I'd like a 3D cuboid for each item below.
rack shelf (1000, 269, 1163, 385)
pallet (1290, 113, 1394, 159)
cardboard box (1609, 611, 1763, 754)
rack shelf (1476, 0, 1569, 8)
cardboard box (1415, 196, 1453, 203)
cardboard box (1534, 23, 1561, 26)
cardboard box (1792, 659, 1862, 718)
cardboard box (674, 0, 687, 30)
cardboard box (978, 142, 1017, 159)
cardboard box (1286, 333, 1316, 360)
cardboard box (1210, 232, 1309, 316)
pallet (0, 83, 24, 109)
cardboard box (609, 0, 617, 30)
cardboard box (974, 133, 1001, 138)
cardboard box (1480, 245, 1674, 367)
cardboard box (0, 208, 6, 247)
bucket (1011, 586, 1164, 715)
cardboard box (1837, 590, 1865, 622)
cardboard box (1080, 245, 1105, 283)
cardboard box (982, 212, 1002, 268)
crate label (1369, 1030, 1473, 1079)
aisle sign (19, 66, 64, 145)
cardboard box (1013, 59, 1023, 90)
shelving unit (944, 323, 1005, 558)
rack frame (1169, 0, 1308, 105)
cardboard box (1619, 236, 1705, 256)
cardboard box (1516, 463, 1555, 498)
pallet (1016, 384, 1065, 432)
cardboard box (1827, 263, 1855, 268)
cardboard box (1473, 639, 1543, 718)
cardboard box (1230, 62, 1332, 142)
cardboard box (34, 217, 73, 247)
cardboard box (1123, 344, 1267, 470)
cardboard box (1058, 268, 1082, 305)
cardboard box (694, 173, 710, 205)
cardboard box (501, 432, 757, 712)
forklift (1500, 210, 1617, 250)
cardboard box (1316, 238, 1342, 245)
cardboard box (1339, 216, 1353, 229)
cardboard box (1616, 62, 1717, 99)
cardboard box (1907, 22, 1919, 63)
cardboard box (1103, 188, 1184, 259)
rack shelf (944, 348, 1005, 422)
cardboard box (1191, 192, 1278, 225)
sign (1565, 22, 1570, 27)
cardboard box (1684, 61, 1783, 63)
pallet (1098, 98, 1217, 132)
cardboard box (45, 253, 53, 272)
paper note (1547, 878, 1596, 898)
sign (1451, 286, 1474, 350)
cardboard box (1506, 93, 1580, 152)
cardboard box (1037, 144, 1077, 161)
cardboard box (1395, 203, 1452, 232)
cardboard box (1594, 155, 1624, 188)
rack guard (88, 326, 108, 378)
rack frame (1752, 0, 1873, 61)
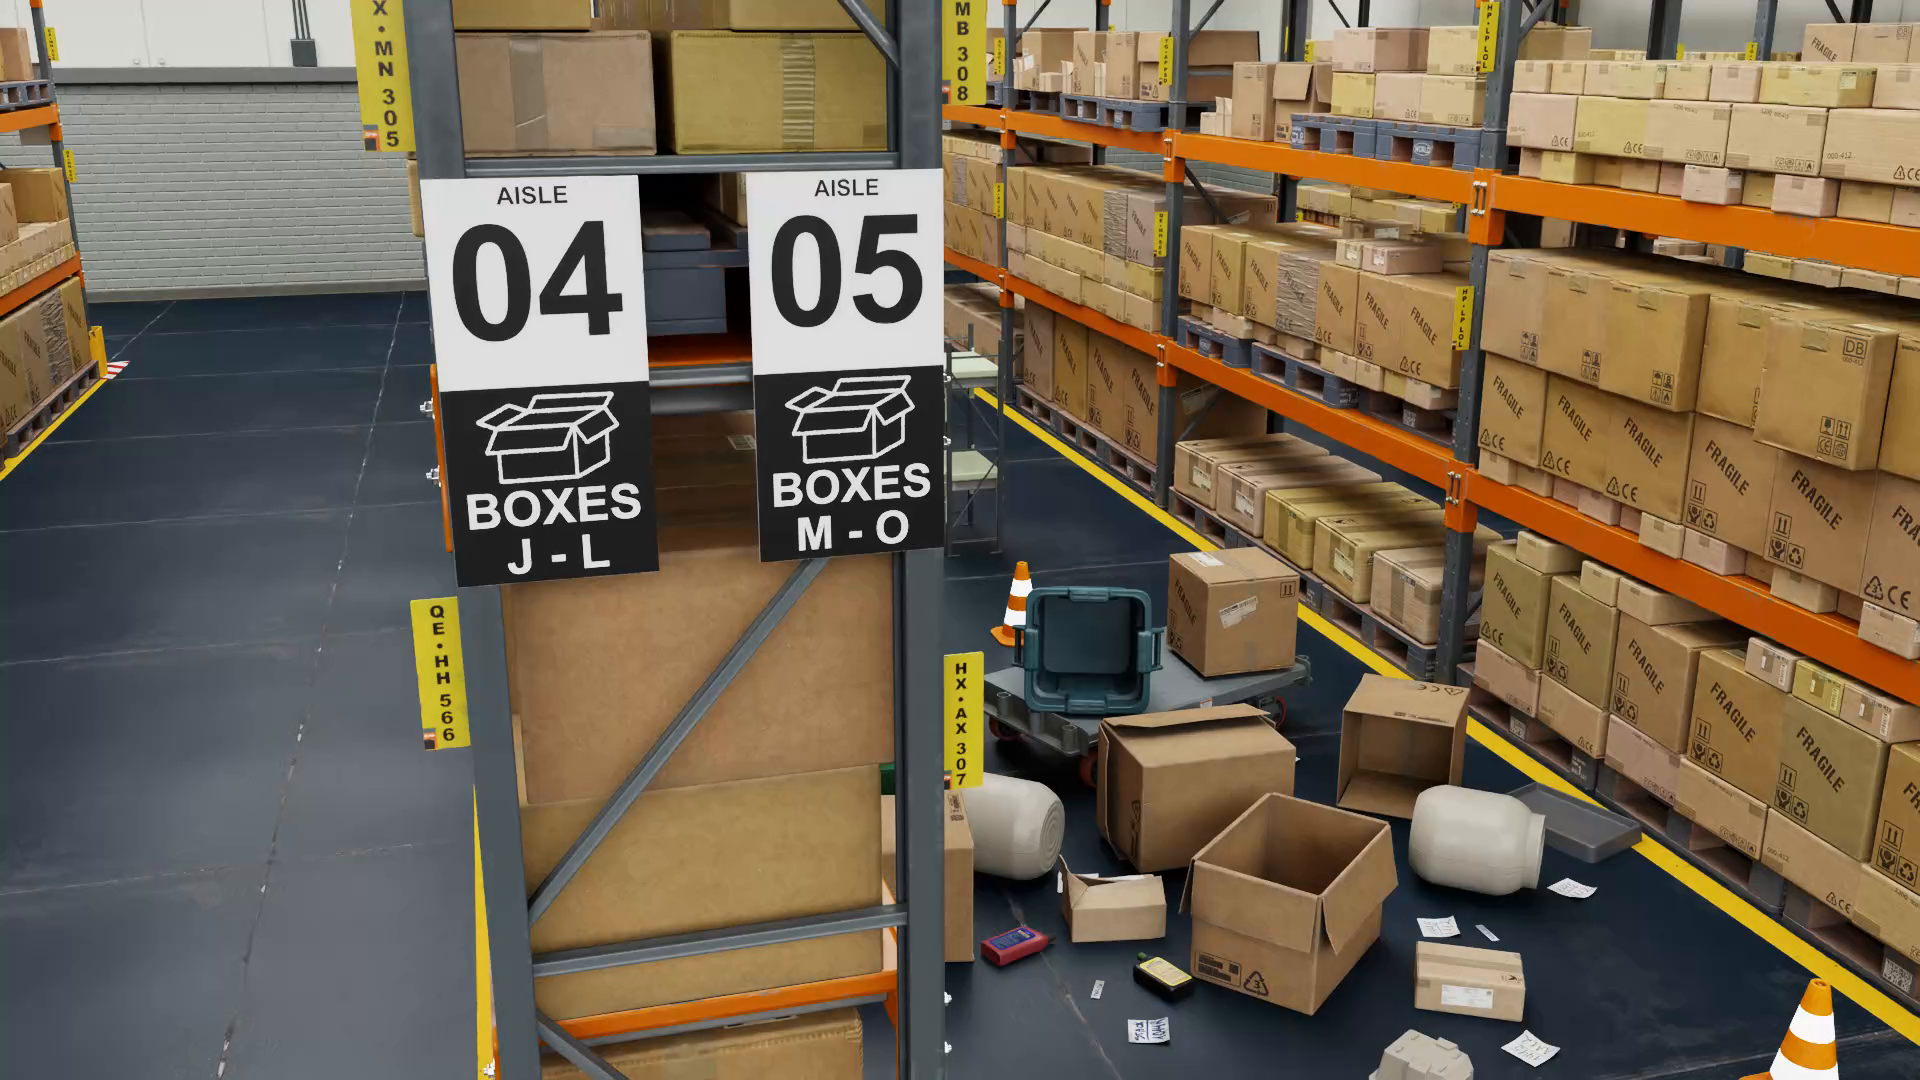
[{"bbox_3d":[1.452,-1.938,14.439,1.077,0.370,4.000,-5,17,-15],"label":"rack shelf"},{"bbox_3d":[2.746,-2.435,9.957,1.213,0.211,1.003,-5,17,-15],"label":"pallet"},{"bbox_3d":[3.303,0.609,7.456,0.500,0.500,0.500,-4,17,-12],"label":"cardboard box"},{"bbox_3d":[6.224,-5.013,14.943,1.077,0.370,4.000,-5,17,-15],"label":"rack shelf"},{"bbox_3d":[5.521,-4.092,18.799,0.500,0.500,0.500,-5,17,-17],"label":"cardboard box"},{"bbox_3d":[5.824,-5.056,16.651,0.396,0.266,0.258,-5,17,-16],"label":"cardboard box"},{"bbox_3d":[3.498,0.563,6.483,0.380,0.149,0.250,-4,17,-14],"label":"cardboard box"},{"bbox_3d":[-0.524,-1.372,4.237,0.380,0.149,0.250,-5,17,-15],"label":"cardboard box"},{"bbox_3d":[0.398,-3.953,16.858,0.380,0.149,0.250,-5,17,-16],"label":"cardboard box"},{"bbox_3d":[2.310,-1.254,10.620,0.380,0.149,0.250,-4,17,-14],"label":"cardboard box"},{"bbox_3d":[2.053,-1.834,11.423,0.500,0.500,0.500,-4,17,-12],"label":"cardboard box"},{"bbox_3d":[-9.172,-4.010,15.028,1.003,0.211,1.213,-5,17,-15],"label":"pallet"},{"bbox_3d":[-1.086,-1.935,6.113,0.380,0.149,0.250,-5,17,-15],"label":"cardboard box"},{"bbox_3d":[0.373,-4.412,18.386,0.380,0.149,0.250,-5,17,-16],"label":"cardboard box"},{"bbox_3d":[3.014,-1.153,8.147,0.700,0.500,0.500,-5,17,-16],"label":"cardboard box"},{"bbox_3d":[-8.640,-2.771,14.404,0.500,0.500,0.500,-5,17,-15],"label":"cardboard box"},{"bbox_3d":[0.624,0.492,8.148,0.726,0.611,0.620,1,7,4],"label":"bucket"},{"bbox_3d":[3.631,0.233,6.399,0.380,0.149,0.250,-4,17,-14],"label":"cardboard box"},{"bbox_3d":[1.320,-2.292,13.760,0.500,0.250,0.500,-5,17,-17],"label":"cardboard box"},{"bbox_3d":[0.529,-2.991,16.523,0.500,0.500,0.500,-5,17,-15],"label":"cardboard box"},{"bbox_3d":[1.592,1.807,5.698,0.298,0.136,0.250,16,23,42],"label":"crate label"},{"bbox_3d":[-9.456,-4.447,17.024,0.394,0.787,0.004,-5,17,-15],"label":"aisle sign"},{"bbox_3d":[0.704,-4.243,15.152,0.396,0.266,0.258,-5,17,-16],"label":"cardboard box"},{"bbox_3d":[0.002,-0.716,11.730,0.431,1.500,0.755,-5,17,-15],"label":"shelving unit"},{"bbox_3d":[2.002,-4.602,11.631,1.000,3.000,0.127,-5,17,-15],"label":"rack frame"},{"bbox_3d":[6.172,-2.518,14.651,0.500,0.250,0.500,-6,18,-18],"label":"cardboard box"},{"bbox_3d":[2.999,-0.324,8.253,0.380,0.149,0.250,-4,17,-14],"label":"cardboard box"},{"bbox_3d":[1.187,-1.292,15.888,1.003,0.211,1.213,-5,17,-15],"label":"pallet"},{"bbox_3d":[6.832,-2.155,12.612,0.380,0.149,0.250,-4,17,-15],"label":"cardboard box"},{"bbox_3d":[3.004,0.678,8.531,0.500,0.250,0.500,-6,18,-18],"label":"cardboard box"},{"bbox_3d":[2.253,-2.950,11.173,0.700,0.500,0.500,-5,17,-15],"label":"cardboard box"},{"bbox_3d":[-9.337,-3.116,16.855,0.500,0.250,0.500,-5,17,-16],"label":"cardboard box"},{"bbox_3d":[1.892,-1.110,13.397,0.875,0.875,0.875,-5,17,-16],"label":"cardboard box"},{"bbox_3d":[1.167,-2.196,14.309,0.500,0.250,0.500,-5,17,-16],"label":"cardboard box"},{"bbox_3d":[-0.456,-0.922,4.126,0.380,0.149,0.250,-5,17,-15],"label":"cardboard box"},{"bbox_3d":[-0.836,0.064,4.388,0.875,0.550,0.550,-5,17,-15],"label":"cardboard box"},{"bbox_3d":[4.745,-1.675,12.432,1.130,2.935,3.031,-6,18,-18],"label":"forklift"},{"bbox_3d":[2.687,-1.735,11.093,0.500,0.500,0.500,-6,18,-19],"label":"cardboard box"},{"bbox_3d":[4.708,-3.742,19.632,0.380,0.149,0.250,-5,17,-17],"label":"cardboard box"},{"bbox_3d":[3.084,-1.990,7.198,0.380,0.149,0.250,-5,17,-16],"label":"cardboard box"},{"bbox_3d":[7.018,-3.355,11.615,0.500,0.500,0.500,-4,17,-14],"label":"cardboard box"},{"bbox_3d":[1.459,-2.519,13.213,0.500,0.500,0.500,-4,17,-14],"label":"cardboard box"},{"bbox_3d":[0.002,-1.090,11.618,0.431,0.370,0.720,-5,17,-15],"label":"rack shelf"},{"bbox_3d":[2.101,-2.411,12.854,0.500,0.500,0.500,-5,18,-17],"label":"cardboard box"},{"bbox_3d":[6.207,-5.147,17.074,0.100,0.325,0.005,-5,17,-15],"label":"sign"},{"bbox_3d":[3.529,-2.105,7.584,0.380,0.149,0.250,-4,17,-14],"label":"cardboard box"},{"bbox_3d":[1.774,-3.249,12.668,1.213,0.211,1.003,-4,17,-13],"label":"pallet"},{"bbox_3d":[-9.029,-2.683,16.107,0.380,0.149,0.250,-5,17,-16],"label":"cardboard box"},{"bbox_3d":[2.584,1.467,7.015,0.142,0.019,0.148,-12,20,-34],"label":"paper note"},{"bbox_3d":[2.568,-1.132,8.495,0.100,0.325,0.005,-5,17,-15],"label":"sign"},{"bbox_3d":[2.959,-1.986,7.881,0.500,0.250,0.500,-5,17,-16],"label":"cardboard box"},{"bbox_3d":[0.979,-3.850,16.516,0.380,0.149,0.250,-4,17,-14],"label":"cardboard box"},{"bbox_3d":[5.148,-3.558,18.328,0.500,0.250,0.500,-5,17,-15],"label":"cardboard box"},{"bbox_3d":[3.143,-1.697,7.609,0.380,0.149,0.250,-5,17,-15],"label":"cardboard box"},{"bbox_3d":[-9.732,-1.968,17.634,1.175,0.500,0.348,-5,17,-15],"label":"rack guard"},{"bbox_3d":[6.773,-4.996,12.941,1.000,3.000,0.127,-5,17,-15],"label":"rack frame"}]
